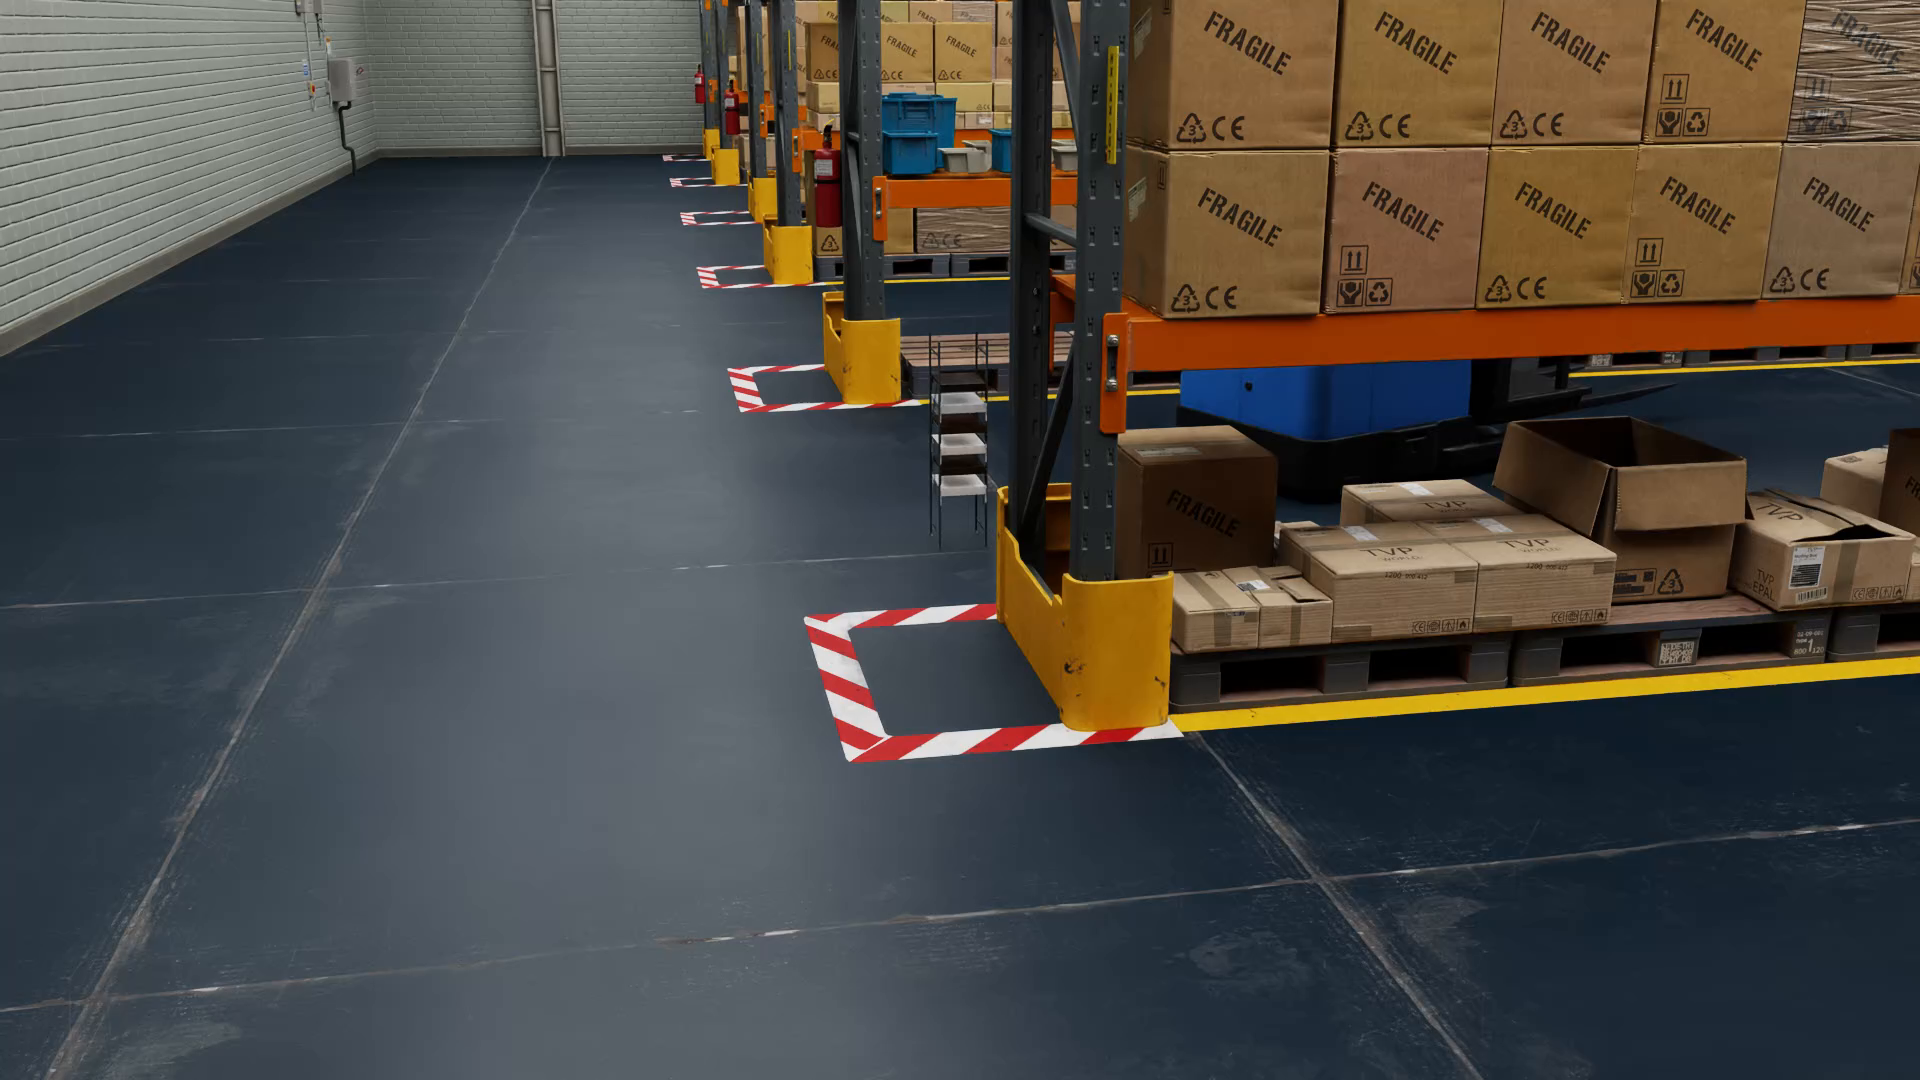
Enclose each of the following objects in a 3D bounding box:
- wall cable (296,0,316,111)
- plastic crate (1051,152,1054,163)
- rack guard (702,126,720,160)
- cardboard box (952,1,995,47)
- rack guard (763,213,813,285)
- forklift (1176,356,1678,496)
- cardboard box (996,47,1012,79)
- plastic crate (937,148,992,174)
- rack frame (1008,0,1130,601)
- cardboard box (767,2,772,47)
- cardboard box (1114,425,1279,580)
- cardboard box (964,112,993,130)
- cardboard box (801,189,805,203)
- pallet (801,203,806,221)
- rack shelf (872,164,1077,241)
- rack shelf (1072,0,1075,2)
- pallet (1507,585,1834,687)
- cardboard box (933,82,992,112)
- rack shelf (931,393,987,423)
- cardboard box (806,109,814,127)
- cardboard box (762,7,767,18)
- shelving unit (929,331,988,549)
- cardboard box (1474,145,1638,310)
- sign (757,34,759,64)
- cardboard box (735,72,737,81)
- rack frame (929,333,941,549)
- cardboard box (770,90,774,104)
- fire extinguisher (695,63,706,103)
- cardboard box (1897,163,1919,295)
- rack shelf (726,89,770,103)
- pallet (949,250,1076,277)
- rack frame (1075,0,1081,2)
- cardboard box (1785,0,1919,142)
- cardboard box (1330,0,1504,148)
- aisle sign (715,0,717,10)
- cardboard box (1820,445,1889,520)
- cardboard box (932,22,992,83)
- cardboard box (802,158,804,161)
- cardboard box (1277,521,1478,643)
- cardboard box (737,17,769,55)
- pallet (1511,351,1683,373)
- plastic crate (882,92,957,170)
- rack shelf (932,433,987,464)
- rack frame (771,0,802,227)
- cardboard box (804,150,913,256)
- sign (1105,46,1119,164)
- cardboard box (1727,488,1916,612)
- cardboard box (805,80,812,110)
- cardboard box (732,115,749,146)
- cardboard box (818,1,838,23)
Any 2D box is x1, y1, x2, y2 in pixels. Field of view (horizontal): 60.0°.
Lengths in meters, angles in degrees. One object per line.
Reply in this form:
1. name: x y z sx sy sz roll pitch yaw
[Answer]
1. wall cable: -8.955 -6.885 22.818 0.123 1.953 0.585 -3 17 -10
2. plastic crate: 0.450 -2.433 10.453 0.243 0.136 0.396 -3 17 -10
3. rack guard: -4.293 -6.945 29.055 0.348 0.500 1.175 -3 17 -10
4. cardboard box: 0.121 -6.015 19.391 0.500 0.500 0.500 -3 17 -9
5. rack guard: -1.566 -2.652 15.078 0.348 0.500 1.175 -3 17 -10
6. forklift: 2.623 -1.919 8.550 3.031 2.935 1.130 -11 20 -31
7. cardboard box: 0.611 -5.559 19.610 0.500 0.500 0.500 -4 17 -12
8. plastic crate: 0.032 -2.236 9.812 0.298 0.136 0.250 -3 17 -10
9. rack frame: 0.333 -0.992 5.417 0.127 3.000 1.000 -3 17 -10
10. cardboard box: -1.982 -6.049 19.500 0.500 0.500 0.500 -4 17 -12
11. cardboard box: 0.820 -0.109 6.049 0.500 0.500 0.500 -3 17 -10
12. cardboard box: 0.130 -3.725 14.742 0.250 0.149 0.380 -3 17 -11
13. cardboard box: -1.809 -4.058 19.540 0.250 0.149 0.380 -3 17 -9
14. pallet: -1.506 -3.990 19.926 1.213 0.211 1.003 -3 17 -10
15. rack shelf: 1.360 -2.188 10.535 4.000 0.370 1.077 -3 17 -10
16. rack shelf: -0.421 -6.485 19.416 4.000 0.370 1.077 -3 17 -10
17. pallet: 2.385 0.225 6.203 1.213 0.211 1.003 -3 17 -10
18. cardboard box: -0.017 -3.925 14.715 0.500 0.250 0.500 -4 17 -12
19. rack shelf: -0.008 -0.570 7.118 0.200 0.077 0.258 -3 17 -10
20. cardboard box: -1.256 -3.843 15.125 0.250 0.149 0.380 -3 17 -9
21. cardboard box: -2.778 -7.516 23.678 0.250 0.149 0.380 -3 17 -9
22. shelving unit: -0.008 -0.430 7.161 0.210 0.900 0.258 -3 17 -10
23. cardboard box: 1.817 -1.046 5.422 0.500 0.500 0.500 -3 17 -11
24. sign: -2.281 -5.541 18.752 0.005 0.325 0.100 -3 17 -10
25. cardboard box: -3.752 -7.982 28.603 0.250 0.149 0.380 -3 17 -9
26. rack frame: -0.108 -0.424 7.143 0.006 0.900 0.240 -3 17 -10
27. cardboard box: -2.118 -5.263 19.750 0.250 0.149 0.380 -3 17 -10
28. fire extinguisher: -4.425 -7.779 28.280 0.183 0.674 0.296 -3 17 -10
29. cardboard box: 3.312 -1.132 5.701 0.500 0.500 0.500 -3 17 -9
30. rack shelf: -1.459 -6.472 24.484 4.000 0.370 1.077 -3 17 -10
31. pallet: 0.423 -2.649 15.561 1.213 0.211 1.003 -3 17 -10
32. rack frame: 1.543 -5.506 20.114 0.127 3.000 1.000 -3 17 -10
33. cardboard box: 2.815 -1.581 5.459 0.500 0.500 0.500 -3 17 -10
34. cardboard box: 1.330 -1.498 5.190 0.500 0.500 0.500 -3 17 -10
35. aisle sign: -3.438 -7.860 23.349 0.004 0.787 0.394 -3 17 -10
36. cardboard box: 3.807 -0.179 6.599 0.500 0.311 0.500 -3 17 -10
37. cardboard box: -0.022 -4.284 14.607 0.500 0.500 0.500 -4 17 -12
38. cardboard box: -1.913 -4.509 19.992 0.250 0.149 0.380 -3 17 -10
39. cardboard box: 1.411 0.136 5.679 0.500 0.250 0.500 -3 17 -10
40. cardboard box: -2.897 -7.175 23.674 0.500 0.500 0.500 -4 17 -12
41. pallet: 4.090 -1.341 11.302 1.213 0.211 1.003 -3 17 -10
42. plastic crate: -0.310 -2.538 10.288 0.499 0.435 0.616 -3 17 -10
43. rack shelf: -0.008 -0.398 7.171 0.200 0.077 0.258 -3 17 -10
44. rack frame: -1.543 -3.848 14.715 0.127 3.000 1.000 -3 17 -10
45. cardboard box: -0.930 -3.092 15.156 0.875 0.875 0.875 -3 17 -10
46. sign: 0.436 -1.250 4.780 0.005 0.325 0.100 -3 17 -10
47. cardboard box: 3.018 0.015 5.967 0.500 0.311 0.500 -3 17 -10
48. cardboard box: -1.117 -4.022 15.030 0.500 0.250 0.500 -4 17 -11
49. cardboard box: -3.750 -7.150 29.001 0.637 0.503 0.797 -4 18 -13
50. cardboard box: -1.399 -5.930 19.113 0.500 0.500 0.500 -3 17 -9
